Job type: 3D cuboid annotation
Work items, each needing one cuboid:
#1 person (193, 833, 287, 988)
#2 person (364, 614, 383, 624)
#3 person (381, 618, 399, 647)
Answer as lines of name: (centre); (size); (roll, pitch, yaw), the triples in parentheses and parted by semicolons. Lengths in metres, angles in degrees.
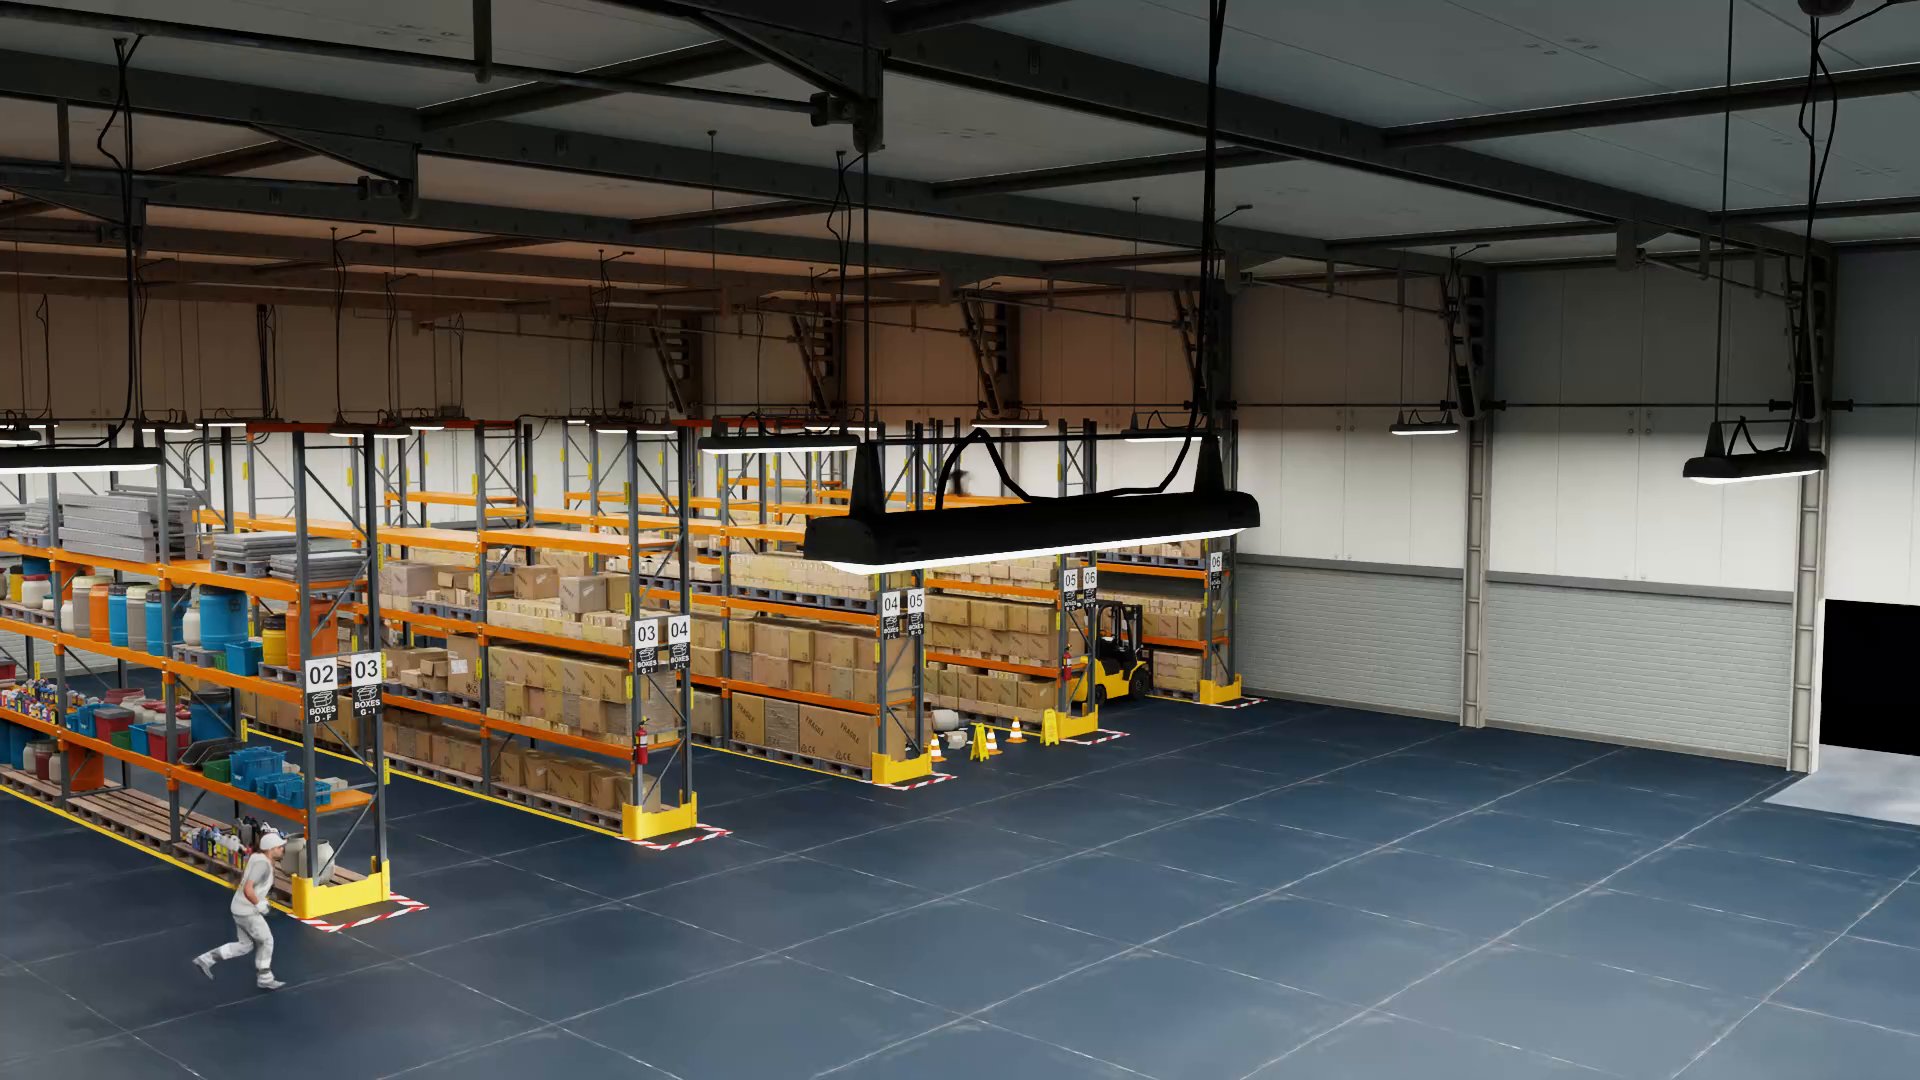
person: (-7.719, 4.036, 17.849); (0.972, 1.726, 0.665); (-2, 5, -20)
person: (-14.509, 2.146, 41.228); (0.658, 1.648, 0.632); (-1, 5, -10)
person: (-12.575, 2.522, 36.467); (0.703, 1.683, 0.552); (3, 6, 36)
